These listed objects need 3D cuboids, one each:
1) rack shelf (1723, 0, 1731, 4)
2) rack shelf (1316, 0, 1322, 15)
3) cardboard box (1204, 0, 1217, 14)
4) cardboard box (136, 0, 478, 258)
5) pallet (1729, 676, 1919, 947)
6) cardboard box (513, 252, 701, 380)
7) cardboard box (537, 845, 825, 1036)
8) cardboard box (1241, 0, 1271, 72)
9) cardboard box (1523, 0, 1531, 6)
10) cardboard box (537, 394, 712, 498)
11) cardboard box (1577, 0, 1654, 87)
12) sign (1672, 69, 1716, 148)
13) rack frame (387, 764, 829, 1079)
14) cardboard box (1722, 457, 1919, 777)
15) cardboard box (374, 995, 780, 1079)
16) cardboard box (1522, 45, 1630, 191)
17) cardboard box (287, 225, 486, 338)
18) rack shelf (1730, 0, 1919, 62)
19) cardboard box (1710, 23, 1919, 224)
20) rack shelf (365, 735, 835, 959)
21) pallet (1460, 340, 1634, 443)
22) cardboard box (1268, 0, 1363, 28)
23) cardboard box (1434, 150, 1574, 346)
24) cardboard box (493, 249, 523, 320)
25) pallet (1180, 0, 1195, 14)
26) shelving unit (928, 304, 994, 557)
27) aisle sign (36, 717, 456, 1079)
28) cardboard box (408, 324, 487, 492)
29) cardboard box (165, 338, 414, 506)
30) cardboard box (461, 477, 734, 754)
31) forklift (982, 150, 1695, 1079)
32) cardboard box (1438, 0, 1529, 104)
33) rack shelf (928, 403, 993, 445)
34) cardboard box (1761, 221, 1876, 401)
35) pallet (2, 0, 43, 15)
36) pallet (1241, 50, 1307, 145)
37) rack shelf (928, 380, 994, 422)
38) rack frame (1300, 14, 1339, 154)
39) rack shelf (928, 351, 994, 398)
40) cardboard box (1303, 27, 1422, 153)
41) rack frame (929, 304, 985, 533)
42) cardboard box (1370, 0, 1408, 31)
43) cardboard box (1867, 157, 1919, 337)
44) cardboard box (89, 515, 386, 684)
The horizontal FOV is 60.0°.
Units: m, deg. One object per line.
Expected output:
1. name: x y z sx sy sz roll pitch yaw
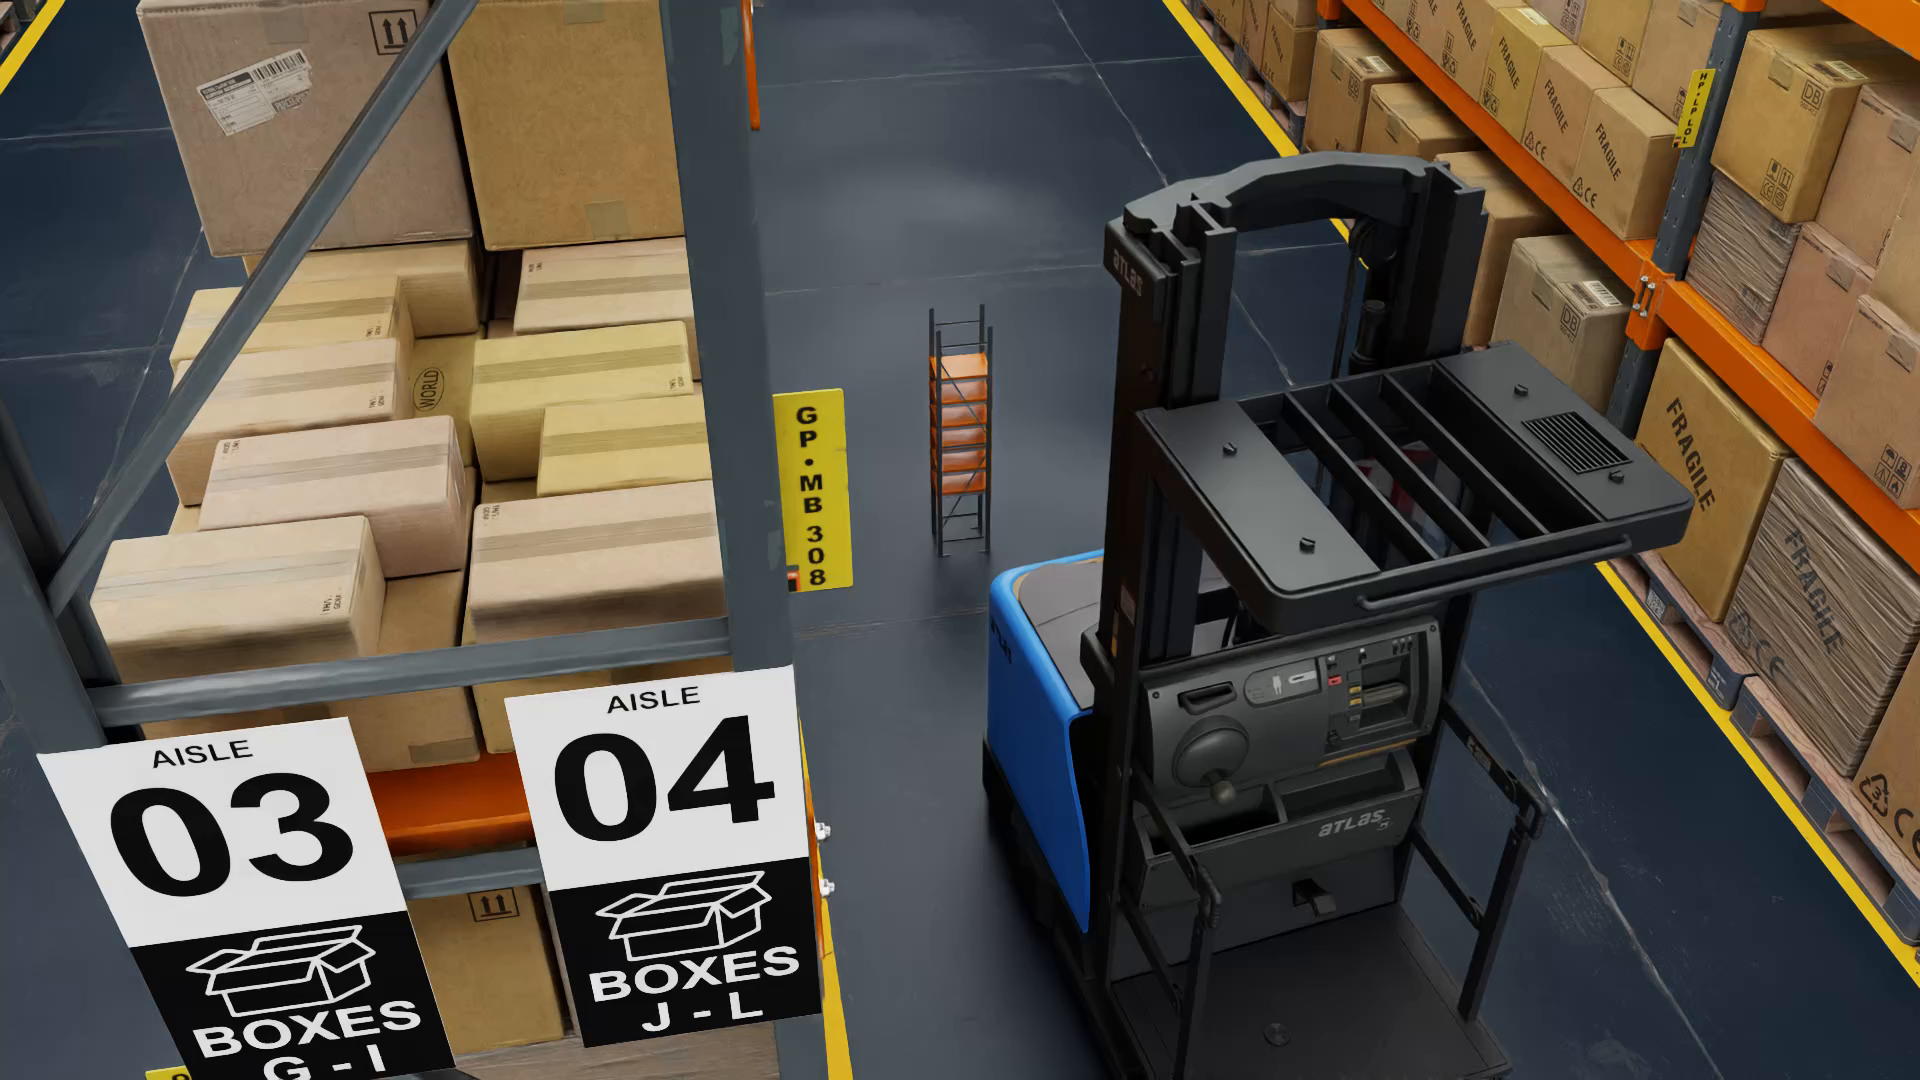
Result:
1. rack shelf: 3.116 -3.469 7.911 1.077 0.370 4.000 -6 38 -8
2. rack shelf: 2.414 -4.700 11.942 1.077 0.370 4.000 -6 38 -8
3. cardboard box: 2.132 -4.262 12.486 0.500 0.500 0.500 -6 38 -7
4. cardboard box: -1.254 -0.920 3.313 0.500 0.500 0.500 -6 38 -8
5. pallet: 3.740 0.947 6.359 1.003 0.211 1.213 -6 38 -8
6. cardboard box: -0.647 -0.424 3.204 0.380 0.149 0.250 -5 38 -6
7. cardboard box: -0.561 0.615 3.375 0.500 0.500 0.500 -6 38 -8
8. cardboard box: 2.305 -3.638 11.684 0.500 0.500 0.500 -5 38 -6
9. cardboard box: 3.106 -3.015 8.289 0.700 0.500 0.500 -7 38 -8
10. cardboard box: -0.504 -0.113 2.803 0.380 0.149 0.250 -5 38 -7
11. cardboard box: 3.281 -2.404 7.503 0.700 0.500 0.500 -7 38 -9
12. sign: 2.934 -1.722 6.642 0.100 0.325 0.005 -6 38 -8
13. rack frame: -0.733 1.528 3.338 1.000 3.000 0.127 -6 38 -8
14. cardboard box: 3.669 0.244 6.380 0.875 0.875 0.875 -6 38 -8
15. cardboard box: -0.803 1.036 3.648 0.875 0.500 0.500 -6 38 -8
16. cardboard box: 3.023 -1.991 7.787 0.500 0.500 0.500 -7 38 -8
17. cardboard box: -1.163 -0.524 3.332 0.380 0.149 0.250 -6 38 -7
18. rack shelf: 3.817 -1.053 4.802 1.077 0.370 4.000 -6 38 -8
19. cardboard box: 3.497 -1.619 6.387 0.875 0.550 0.550 -6 38 -8
20. rack shelf: -1.084 -0.580 4.193 1.077 0.370 4.000 -6 38 -8
21. pallet: 3.257 -0.717 8.501 1.003 0.211 1.213 -6 38 -8
22. cardboard box: 2.387 -3.636 11.069 0.500 0.250 0.500 -7 38 -9
23. cardboard box: 3.104 -1.586 8.838 1.050 0.750 0.750 -6 38 -8
24. cardboard box: -0.743 -0.527 3.660 0.500 0.250 0.500 -6 38 -8
25. pallet: 2.202 -4.621 13.526 1.003 0.211 1.213 -6 38 -8
26. shelving unit: 0.003 -0.465 7.371 0.258 1.200 0.189 -6 38 -8
27. aisle sign: -1.018 0.571 2.451 0.394 0.787 0.004 -6 38 -8
28. cardboard box: -1.158 -0.162 3.191 0.500 0.250 0.500 -6 38 -8
29. cardboard box: -1.175 -0.212 2.930 0.380 0.149 0.250 -8 39 -10
30. cardboard box: -0.563 0.084 2.874 0.500 0.250 0.500 -5 38 -7
31. forklift: 1.041 0.565 4.633 1.130 2.935 3.031 -12 39 -15
32. cardboard box: 2.843 -2.603 8.574 0.500 0.500 0.500 -7 38 -8
33. rack shelf: 0.003 -0.525 7.324 0.258 0.103 0.180 -6 38 -8
34. cardboard box: 3.661 -0.868 6.300 0.875 0.550 0.550 -6 38 -8
35. pallet: -7.880 -4.526 13.404 1.003 0.211 1.213 -6 38 -8
36. pallet: 2.629 -3.147 11.629 1.003 0.211 1.213 -6 38 -8
37. rack shelf: 0.003 -0.620 7.251 0.258 0.103 0.180 -6 38 -8
38. rack frame: 2.765 -3.776 10.166 1.000 3.000 0.127 -6 38 -8
39. rack shelf: 0.003 -0.714 7.177 0.258 0.103 0.180 -6 38 -8
40. cardboard box: 2.783 -2.676 10.241 1.050 0.750 0.750 -7 38 -9
41. rack frame: -0.013 -0.520 7.442 0.240 1.200 0.006 -6 38 -8
42. cardboard box: 2.670 -3.209 9.354 0.500 0.500 0.500 -7 38 -8
43. cardboard box: 3.667 -0.959 5.537 0.875 0.550 0.550 -6 38 -8
44. cardboard box: -1.089 0.111 2.514 0.380 0.149 0.250 -6 38 -8
